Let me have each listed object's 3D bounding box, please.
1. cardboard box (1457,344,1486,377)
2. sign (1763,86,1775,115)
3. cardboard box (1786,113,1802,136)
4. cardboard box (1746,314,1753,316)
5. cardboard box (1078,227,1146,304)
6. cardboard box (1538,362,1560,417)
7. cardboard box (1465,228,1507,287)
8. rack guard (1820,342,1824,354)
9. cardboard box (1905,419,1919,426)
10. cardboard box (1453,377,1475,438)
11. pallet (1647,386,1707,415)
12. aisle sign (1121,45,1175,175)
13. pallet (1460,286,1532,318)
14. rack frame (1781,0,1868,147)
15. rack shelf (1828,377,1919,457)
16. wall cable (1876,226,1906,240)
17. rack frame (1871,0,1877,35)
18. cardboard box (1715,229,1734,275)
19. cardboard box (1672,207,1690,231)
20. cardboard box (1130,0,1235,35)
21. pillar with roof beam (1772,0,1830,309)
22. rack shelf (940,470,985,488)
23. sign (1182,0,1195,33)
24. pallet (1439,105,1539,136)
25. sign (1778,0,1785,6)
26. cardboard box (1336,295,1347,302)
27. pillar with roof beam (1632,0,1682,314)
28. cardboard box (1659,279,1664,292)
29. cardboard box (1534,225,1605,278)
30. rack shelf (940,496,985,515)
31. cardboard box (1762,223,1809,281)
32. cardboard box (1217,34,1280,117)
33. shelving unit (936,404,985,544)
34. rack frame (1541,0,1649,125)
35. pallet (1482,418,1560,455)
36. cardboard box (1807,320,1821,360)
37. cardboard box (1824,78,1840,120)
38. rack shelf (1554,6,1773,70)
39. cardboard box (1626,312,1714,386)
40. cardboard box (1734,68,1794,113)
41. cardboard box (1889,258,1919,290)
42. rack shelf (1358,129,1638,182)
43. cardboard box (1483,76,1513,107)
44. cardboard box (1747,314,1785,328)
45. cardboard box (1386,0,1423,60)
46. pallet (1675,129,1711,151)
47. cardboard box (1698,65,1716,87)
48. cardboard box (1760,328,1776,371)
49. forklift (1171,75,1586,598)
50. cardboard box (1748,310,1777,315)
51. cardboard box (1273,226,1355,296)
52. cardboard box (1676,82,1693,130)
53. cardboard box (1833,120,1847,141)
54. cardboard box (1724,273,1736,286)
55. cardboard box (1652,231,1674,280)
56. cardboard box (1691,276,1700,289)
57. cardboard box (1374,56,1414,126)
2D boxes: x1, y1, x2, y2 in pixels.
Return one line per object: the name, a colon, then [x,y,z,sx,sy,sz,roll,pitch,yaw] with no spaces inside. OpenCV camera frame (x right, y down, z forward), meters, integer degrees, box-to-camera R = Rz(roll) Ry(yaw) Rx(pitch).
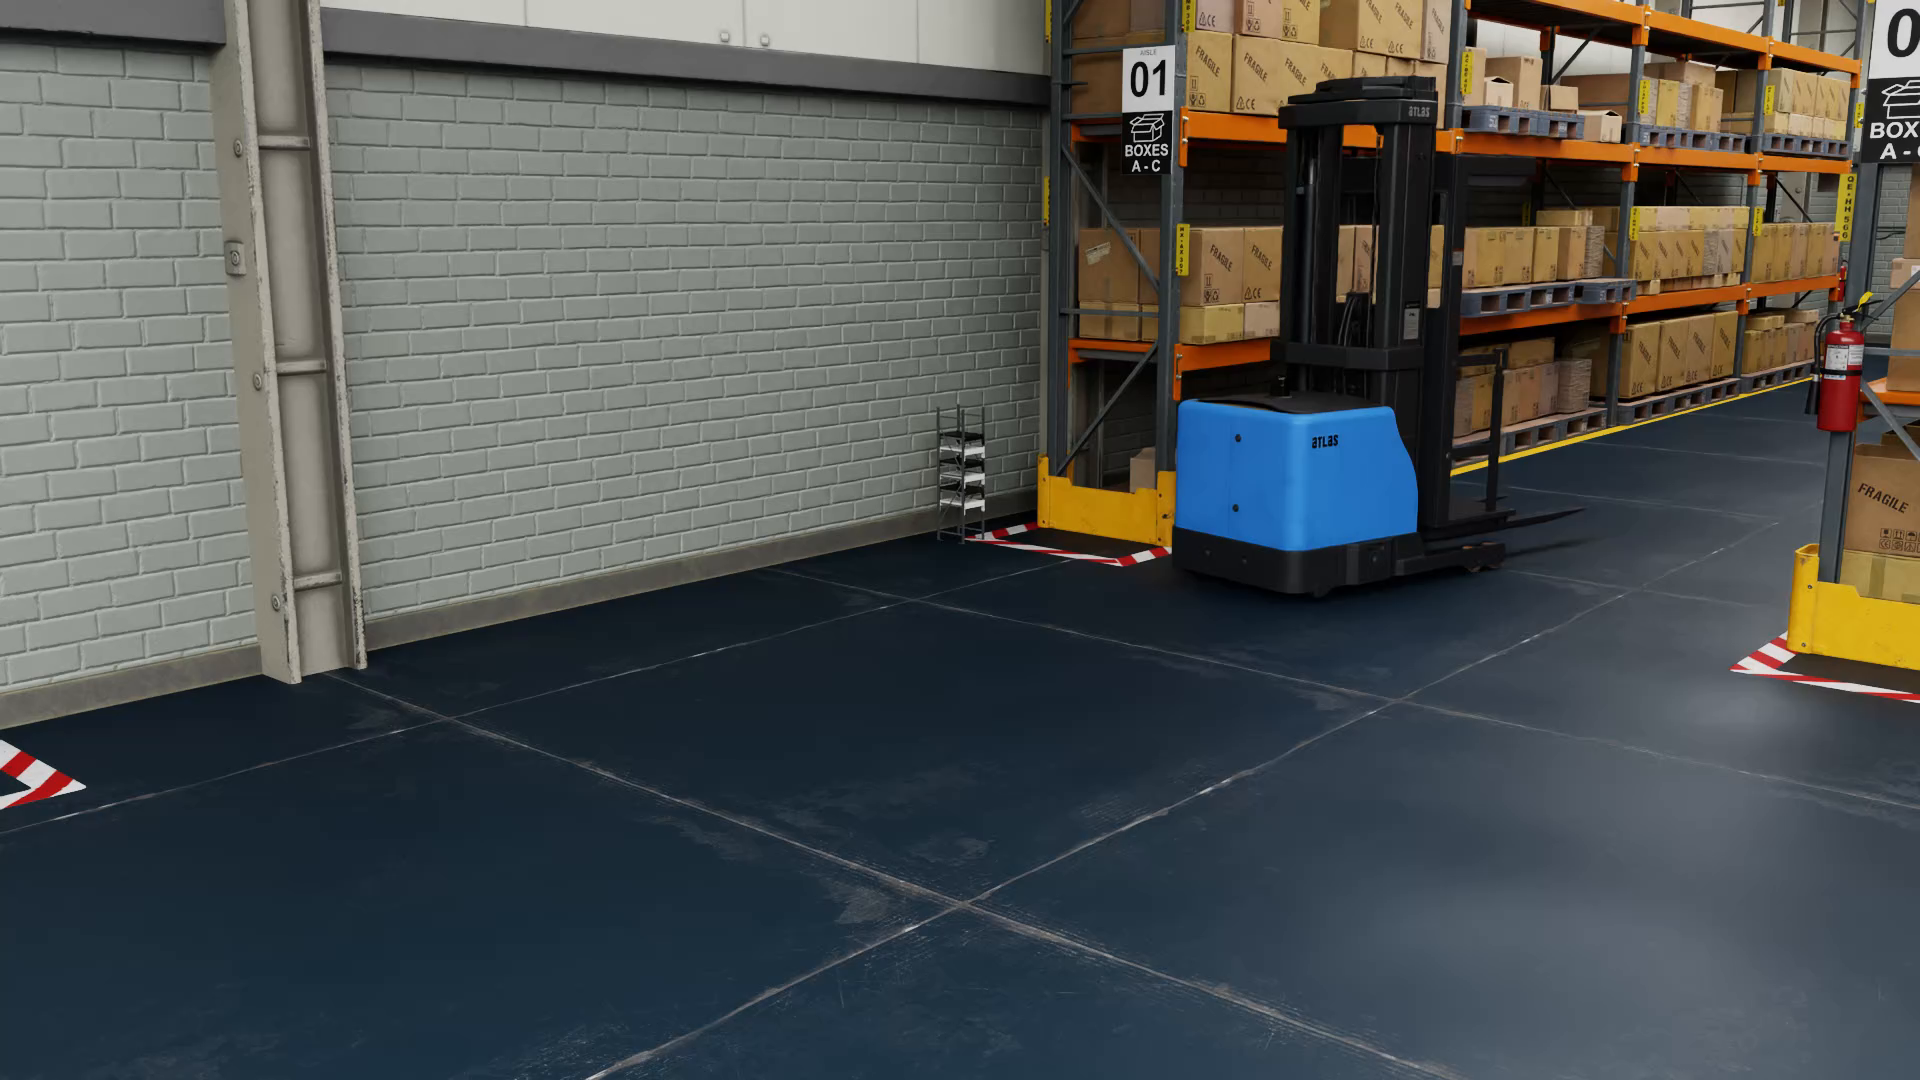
cardboard box: [4.420,-1.631,15.065,0.500,0.250,0.500,9,15,39]
sign: [9.353,-5.085,19.231,0.100,0.325,0.005,10,15,40]
cardboard box: [9.940,-5.068,20.325,0.500,0.250,0.500,9,15,39]
cardboard box: [9.952,-2.828,21.366,0.380,0.149,0.250,10,15,41]
cardboard box: [1.169,-1.910,11.535,0.500,0.500,0.500,10,15,40]
cardboard box: [5.435,-1.503,16.337,0.700,0.500,0.500,10,15,40]
cardboard box: [4.394,-2.515,14.764,0.500,0.500,0.700,-10,15,-42]
rack guard: [11.596,-2.641,23.159,1.175,0.500,0.348,10,15,40]
cardboard box: [5.852,-0.435,9.763,0.500,0.500,0.500,10,15,40]
cardboard box: [4.132,-1.198,14.812,0.700,0.500,0.500,10,15,42]
pallet: [7.681,-1.604,18.703,1.003,0.211,1.213,10,15,40]
aisle sign: [1.196,-2.735,10.609,0.394,0.787,0.004,10,15,40]
pallet: [4.272,-2.098,14.545,1.003,0.211,1.213,10,15,40]
rack frame: [11.580,-6.805,22.309,1.000,3.000,0.127,10,15,40]
rack shelf: [6.062,-0.811,9.451,1.077,0.370,4.000,10,15,40]
wall cable: [15.582,-6.069,26.548,3.097,2.526,0.112,10,15,40]
rack frame: [4.741,-3.812,7.319,1.000,3.000,0.127,10,15,40]
cardboard box: [8.495,-3.303,19.024,0.500,0.500,0.500,10,15,41]
cardboard box: [7.473,-3.446,17.824,0.500,0.250,0.500,10,15,41]
cardboard box: [1.455,-3.555,10.834,0.500,0.500,0.500,8,14,36]
pillar with roof beam: [15.946,-6.758,22.071,9.100,9.000,0.400,10,15,40]
rack shelf: [0.005,-0.410,11.135,0.258,0.077,0.200,10,15,40]
sign: [1.426,-3.339,10.380,0.100,0.325,0.005,10,15,40]
pallet: [4.146,-3.554,14.168,1.213,0.211,1.003,10,15,40]
sign: [11.167,-7.414,22.566,0.100,0.325,0.005,10,15,40]
cardboard box: [2.587,-1.703,12.411,0.500,0.250,0.500,10,15,41]
pillar with roof beam: [11.985,-5.875,17.651,9.100,9.000,0.400,10,15,40]
cardboard box: [7.340,-2.748,17.902,0.380,0.149,0.250,10,15,42]
cardboard box: [5.996,-2.881,16.598,0.700,0.500,0.500,8,14,34]
rack shelf: [0.005,-0.233,11.171,0.258,0.077,0.200,10,15,40]
cardboard box: [10.268,-3.715,21.386,0.980,0.700,0.700,9,14,38]
cardboard box: [1.808,-3.131,11.262,0.500,0.500,0.500,-11,16,-44]
shelving unit: [0.005,-0.442,11.129,0.258,0.900,0.210,10,15,40]
rack frame: [6.299,-5.628,16.416,1.000,3.000,0.127,10,15,40]
pallet: [4.976,-1.026,15.808,1.003,0.211,1.213,10,15,40]
cardboard box: [11.193,-2.728,22.520,0.700,0.500,0.500,10,15,40]
cardboard box: [10.963,-5.668,21.416,0.500,0.500,0.500,10,15,42]
rack shelf: [7.619,-5.374,17.999,1.077,0.370,4.000,10,15,40]
cardboard box: [8.023,-2.183,18.900,0.750,0.750,0.750,10,15,42]
cardboard box: [9.620,-5.364,19.890,0.500,0.500,0.500,10,15,40]
cardboard box: [4.851,-1.318,8.238,0.380,0.149,0.250,9,15,39]
rack shelf: [4.979,-3.510,15.307,1.077,0.370,4.000,10,15,40]
cardboard box: [4.486,-3.892,14.536,0.500,0.311,0.500,10,15,42]
cardboard box: [10.217,-2.774,21.094,0.380,0.149,0.250,9,15,39]
cardboard box: [3.175,-3.927,12.696,0.500,0.500,0.500,11,16,43]
pallet: [7.420,-4.331,18.063,1.003,0.211,1.213,11,16,43]
cardboard box: [8.260,-5.266,18.967,0.500,0.250,0.500,-11,16,-43]
cardboard box: [9.844,-2.425,21.006,0.700,0.500,0.500,10,15,40]
forklift: [2.775,-1.312,10.299,3.031,2.935,1.130,-8,14,-35]
cardboard box: [10.626,-2.979,22.120,0.380,0.149,0.250,10,15,41]
cardboard box: [2.570,-2.069,12.329,0.500,0.500,0.500,10,15,42]
cardboard box: [7.578,-4.740,18.247,0.700,0.500,0.500,10,15,40]
cardboard box: [11.296,-5.374,21.855,0.500,0.250,0.500,10,15,42]
cardboard box: [8.780,-3.035,19.339,0.380,0.149,0.250,10,15,41]
cardboard box: [7.164,-3.005,17.535,0.500,0.500,0.500,10,15,42]
cardboard box: [8.057,-2.894,18.633,0.380,0.149,0.250,9,15,39]
cardboard box: [3.167,-3.449,12.855,0.500,0.500,0.500,8,14,36]
